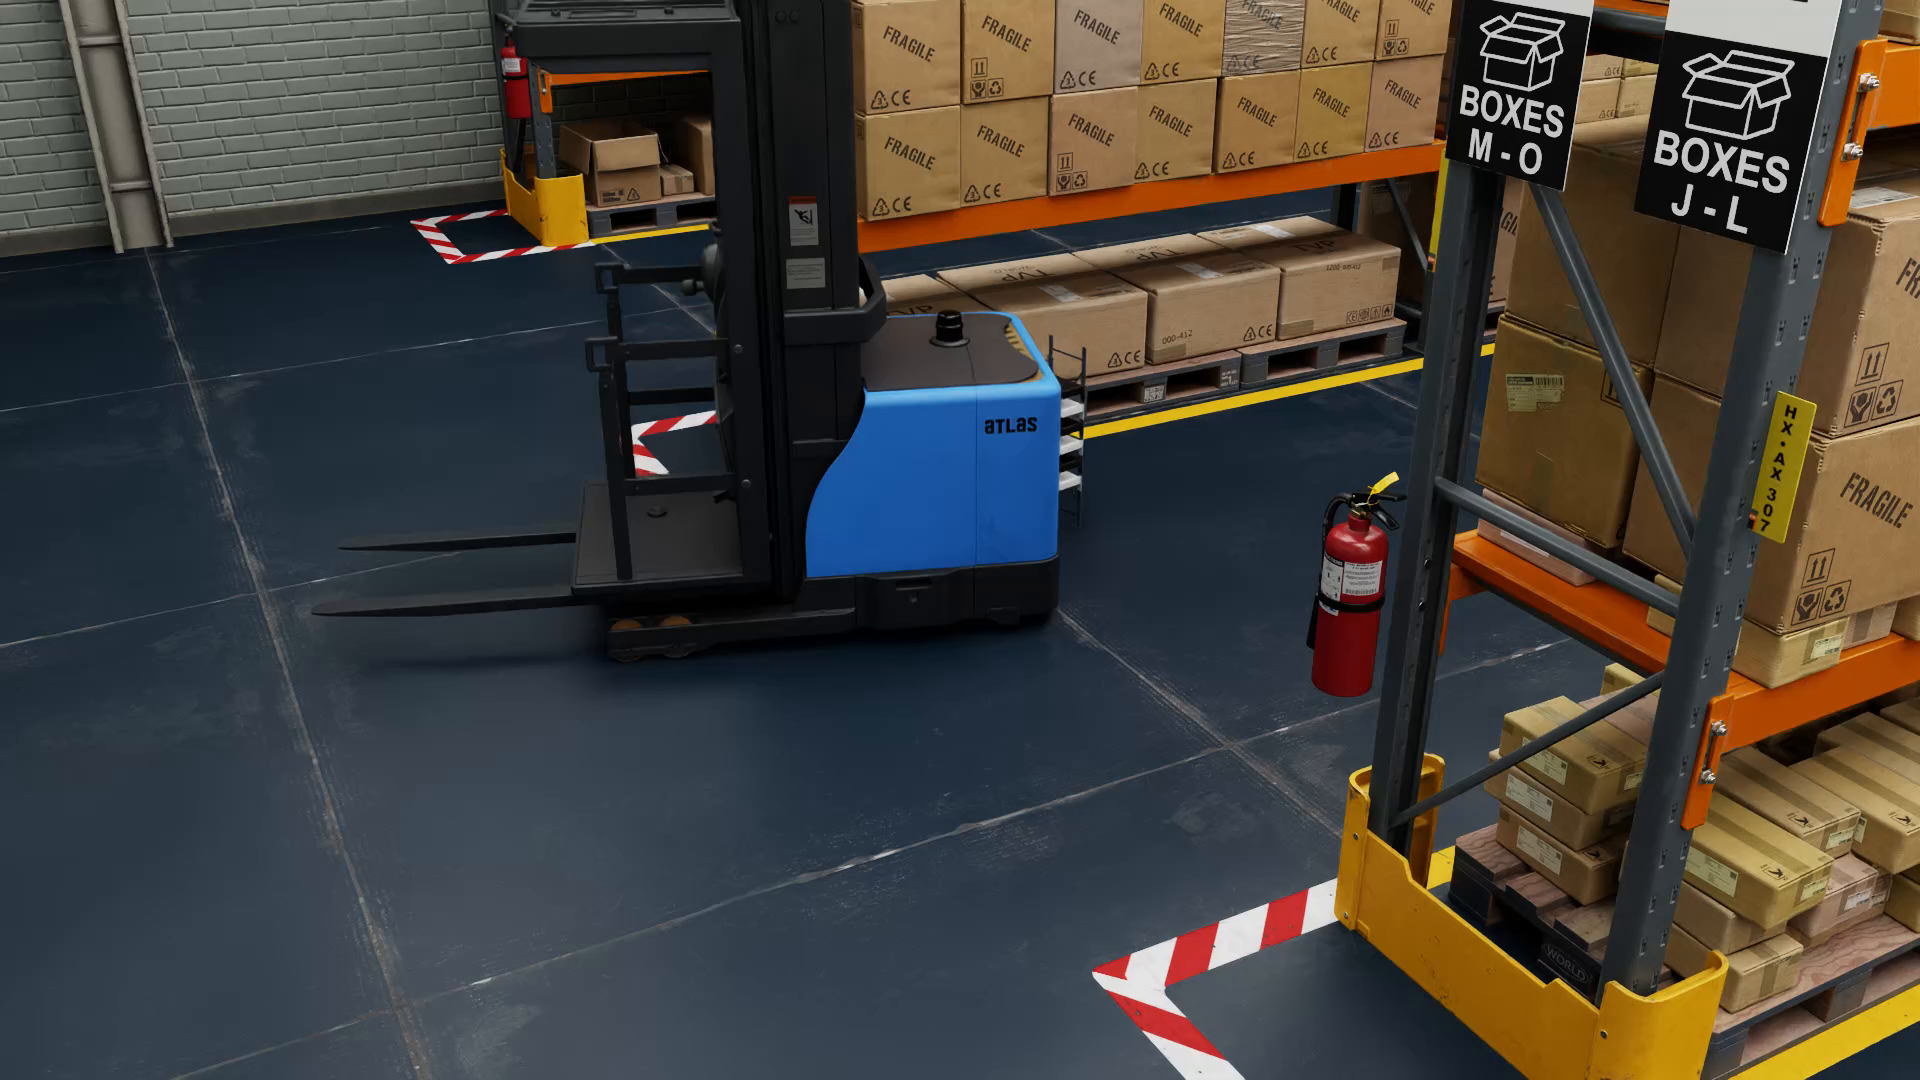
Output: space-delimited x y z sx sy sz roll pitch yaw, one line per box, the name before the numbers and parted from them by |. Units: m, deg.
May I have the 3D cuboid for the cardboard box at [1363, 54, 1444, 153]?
cardboard box | 2.346 -2.511 9.400 0.500 0.500 0.500 -13 28 -25

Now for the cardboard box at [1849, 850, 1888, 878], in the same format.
cardboard box | 2.550 0.861 4.955 0.250 0.149 0.380 -13 28 -24

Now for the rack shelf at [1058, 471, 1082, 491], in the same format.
rack shelf | 0.411 -0.276 7.777 0.200 0.077 0.258 -20 32 -35

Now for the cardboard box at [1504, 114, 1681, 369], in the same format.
cardboard box | 1.811 -0.792 4.319 0.500 0.500 0.500 -14 29 -26

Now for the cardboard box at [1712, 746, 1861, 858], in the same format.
cardboard box | 2.333 0.775 4.792 0.250 0.149 0.380 -12 28 -24

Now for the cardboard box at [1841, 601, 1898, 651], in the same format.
cardboard box | 2.169 0.131 4.302 0.250 0.149 0.380 -12 28 -23

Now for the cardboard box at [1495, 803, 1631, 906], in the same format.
cardboard box | 1.891 0.935 5.145 0.250 0.149 0.380 -12 28 -24

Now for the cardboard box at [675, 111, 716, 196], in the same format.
cardboard box | -1.876 -3.049 13.037 0.500 0.500 0.700 -12 28 -23

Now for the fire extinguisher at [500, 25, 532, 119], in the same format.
fire extinguisher | -3.145 -3.329 11.739 0.183 0.674 0.296 -13 29 -25

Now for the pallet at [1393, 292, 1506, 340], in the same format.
pallet | 3.281 -1.587 10.812 1.213 0.211 1.003 -13 29 -25

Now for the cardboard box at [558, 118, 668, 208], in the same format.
cardboard box | -2.649 -2.891 12.705 0.637 0.503 0.797 -14 29 -27

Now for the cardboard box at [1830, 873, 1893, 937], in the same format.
cardboard box | 2.546 1.000 5.011 0.250 0.149 0.380 -13 28 -25

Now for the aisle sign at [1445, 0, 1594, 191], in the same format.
aisle sign | 1.319 -1.245 3.875 0.004 0.787 0.394 -13 29 -25

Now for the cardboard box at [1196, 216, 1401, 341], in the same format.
cardboard box | 2.031 -1.606 10.104 0.875 0.438 0.875 -13 29 -26

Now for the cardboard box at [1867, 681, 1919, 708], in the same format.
cardboard box | 3.043 0.403 5.566 0.250 0.149 0.380 -14 29 -27

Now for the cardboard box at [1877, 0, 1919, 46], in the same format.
cardboard box | 2.041 -1.252 3.600 0.500 0.250 0.500 -12 28 -23

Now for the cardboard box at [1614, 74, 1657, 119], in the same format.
cardboard box | 4.063 -2.784 10.256 0.500 0.250 0.500 -13 29 -26

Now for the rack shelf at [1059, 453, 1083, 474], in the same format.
rack shelf | 0.411 -0.357 7.739 0.200 0.077 0.258 -20 32 -35

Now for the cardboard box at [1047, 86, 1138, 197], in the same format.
cardboard box | 0.555 -2.087 8.516 0.500 0.500 0.500 -13 29 -25

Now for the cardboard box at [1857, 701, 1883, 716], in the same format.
cardboard box | 2.999 0.509 5.688 0.250 0.149 0.380 -12 28 -23

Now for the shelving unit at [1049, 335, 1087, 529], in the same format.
shelving unit | 0.411 -0.468 7.685 0.210 0.900 0.258 -20 32 -35

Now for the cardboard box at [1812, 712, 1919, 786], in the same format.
cardboard box | 2.796 0.690 4.968 0.250 0.149 0.380 -15 29 -28

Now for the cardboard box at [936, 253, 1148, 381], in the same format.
cardboard box | 0.445 -1.240 9.342 0.875 0.438 0.875 -12 28 -24

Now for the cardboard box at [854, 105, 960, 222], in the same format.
cardboard box | -0.336 -1.877 8.078 0.500 0.500 0.500 -13 29 -25

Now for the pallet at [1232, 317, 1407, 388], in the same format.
pallet | 1.927 -1.276 10.164 1.213 0.211 1.003 -13 29 -25

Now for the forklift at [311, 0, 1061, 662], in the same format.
forklift | -1.147 -1.075 6.602 3.031 2.935 1.130 -4 26 -8

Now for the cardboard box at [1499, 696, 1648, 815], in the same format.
cardboard box | 1.872 0.649 5.053 0.250 0.149 0.380 -13 28 -25

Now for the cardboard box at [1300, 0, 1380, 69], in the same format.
cardboard box | 1.897 -2.852 8.955 0.500 0.500 0.500 -13 29 -26

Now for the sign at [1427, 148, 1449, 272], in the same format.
sign | 1.281 -0.854 4.361 0.005 0.325 0.100 -13 29 -25

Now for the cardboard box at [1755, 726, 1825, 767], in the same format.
cardboard box | 2.599 0.650 5.396 0.250 0.149 0.380 -13 29 -26

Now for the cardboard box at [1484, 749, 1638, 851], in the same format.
cardboard box | 1.856 0.771 5.143 0.250 0.149 0.380 -14 29 -26

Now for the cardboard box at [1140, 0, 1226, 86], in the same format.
cardboard box | 1.006 -2.646 8.525 0.500 0.500 0.500 -13 28 -25

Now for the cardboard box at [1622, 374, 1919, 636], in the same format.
cardboard box | 2.050 -0.139 4.115 0.500 0.500 0.500 -12 28 -23

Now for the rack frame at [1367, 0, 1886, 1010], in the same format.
rack frame | 1.524 0.026 4.230 0.127 3.000 1.000 -13 29 -25

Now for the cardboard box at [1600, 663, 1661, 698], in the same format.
cardboard box | 2.290 0.519 5.325 0.250 0.149 0.380 -14 29 -26

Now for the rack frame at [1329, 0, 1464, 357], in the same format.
rack frame | 2.635 -2.658 9.821 0.127 3.000 1.000 -13 29 -25

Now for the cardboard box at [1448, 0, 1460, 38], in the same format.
cardboard box | 3.159 -3.134 9.541 0.500 0.500 0.500 -13 28 -25

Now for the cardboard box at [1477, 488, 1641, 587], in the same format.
cardboard box | 1.679 -0.035 4.647 0.250 0.149 0.380 -13 29 -25

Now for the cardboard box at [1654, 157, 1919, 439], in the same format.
cardboard box | 2.045 -0.594 3.907 0.500 0.500 0.500 -13 29 -25

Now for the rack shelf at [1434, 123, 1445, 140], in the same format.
rack shelf | 4.400 -2.741 10.825 4.000 0.370 1.077 -13 29 -25

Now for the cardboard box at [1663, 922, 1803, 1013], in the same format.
cardboard box | 2.137 1.138 4.724 0.250 0.149 0.380 -12 28 -24

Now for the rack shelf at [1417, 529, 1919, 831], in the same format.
rack shelf | 3.289 -0.057 5.234 4.000 0.370 1.077 -13 29 -25

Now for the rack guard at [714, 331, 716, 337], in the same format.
rack guard | -0.915 -0.712 8.655 0.348 0.500 1.175 -13 29 -25

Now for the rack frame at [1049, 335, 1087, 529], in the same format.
rack frame | 0.489 -0.496 7.744 0.006 0.900 0.240 -20 32 -35

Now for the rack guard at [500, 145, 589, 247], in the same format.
rack guard | -3.166 -2.627 12.644 0.348 0.500 1.175 -13 29 -25

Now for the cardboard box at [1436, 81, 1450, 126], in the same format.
cardboard box | 3.148 -2.580 9.830 0.500 0.250 0.500 -14 29 -26

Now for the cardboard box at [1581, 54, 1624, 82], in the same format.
cardboard box | 3.603 -2.915 9.951 0.500 0.250 0.500 -13 28 -24

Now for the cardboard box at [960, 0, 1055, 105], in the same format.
cardboard box | 0.116 -2.436 8.088 0.500 0.500 0.500 -14 29 -26

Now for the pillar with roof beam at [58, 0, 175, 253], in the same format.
pillar with roof beam | -4.011 -4.594 6.922 0.400 9.000 9.100 -13 29 -25

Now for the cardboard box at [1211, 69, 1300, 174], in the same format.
cardboard box | 1.458 -2.296 8.952 0.500 0.500 0.500 -13 29 -26

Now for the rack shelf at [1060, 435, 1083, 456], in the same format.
rack shelf | 0.411 -0.438 7.700 0.200 0.077 0.258 -20 32 -35

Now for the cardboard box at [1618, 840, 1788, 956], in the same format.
cardboard box | 2.107 0.979 4.710 0.250 0.149 0.380 -12 28 -23
